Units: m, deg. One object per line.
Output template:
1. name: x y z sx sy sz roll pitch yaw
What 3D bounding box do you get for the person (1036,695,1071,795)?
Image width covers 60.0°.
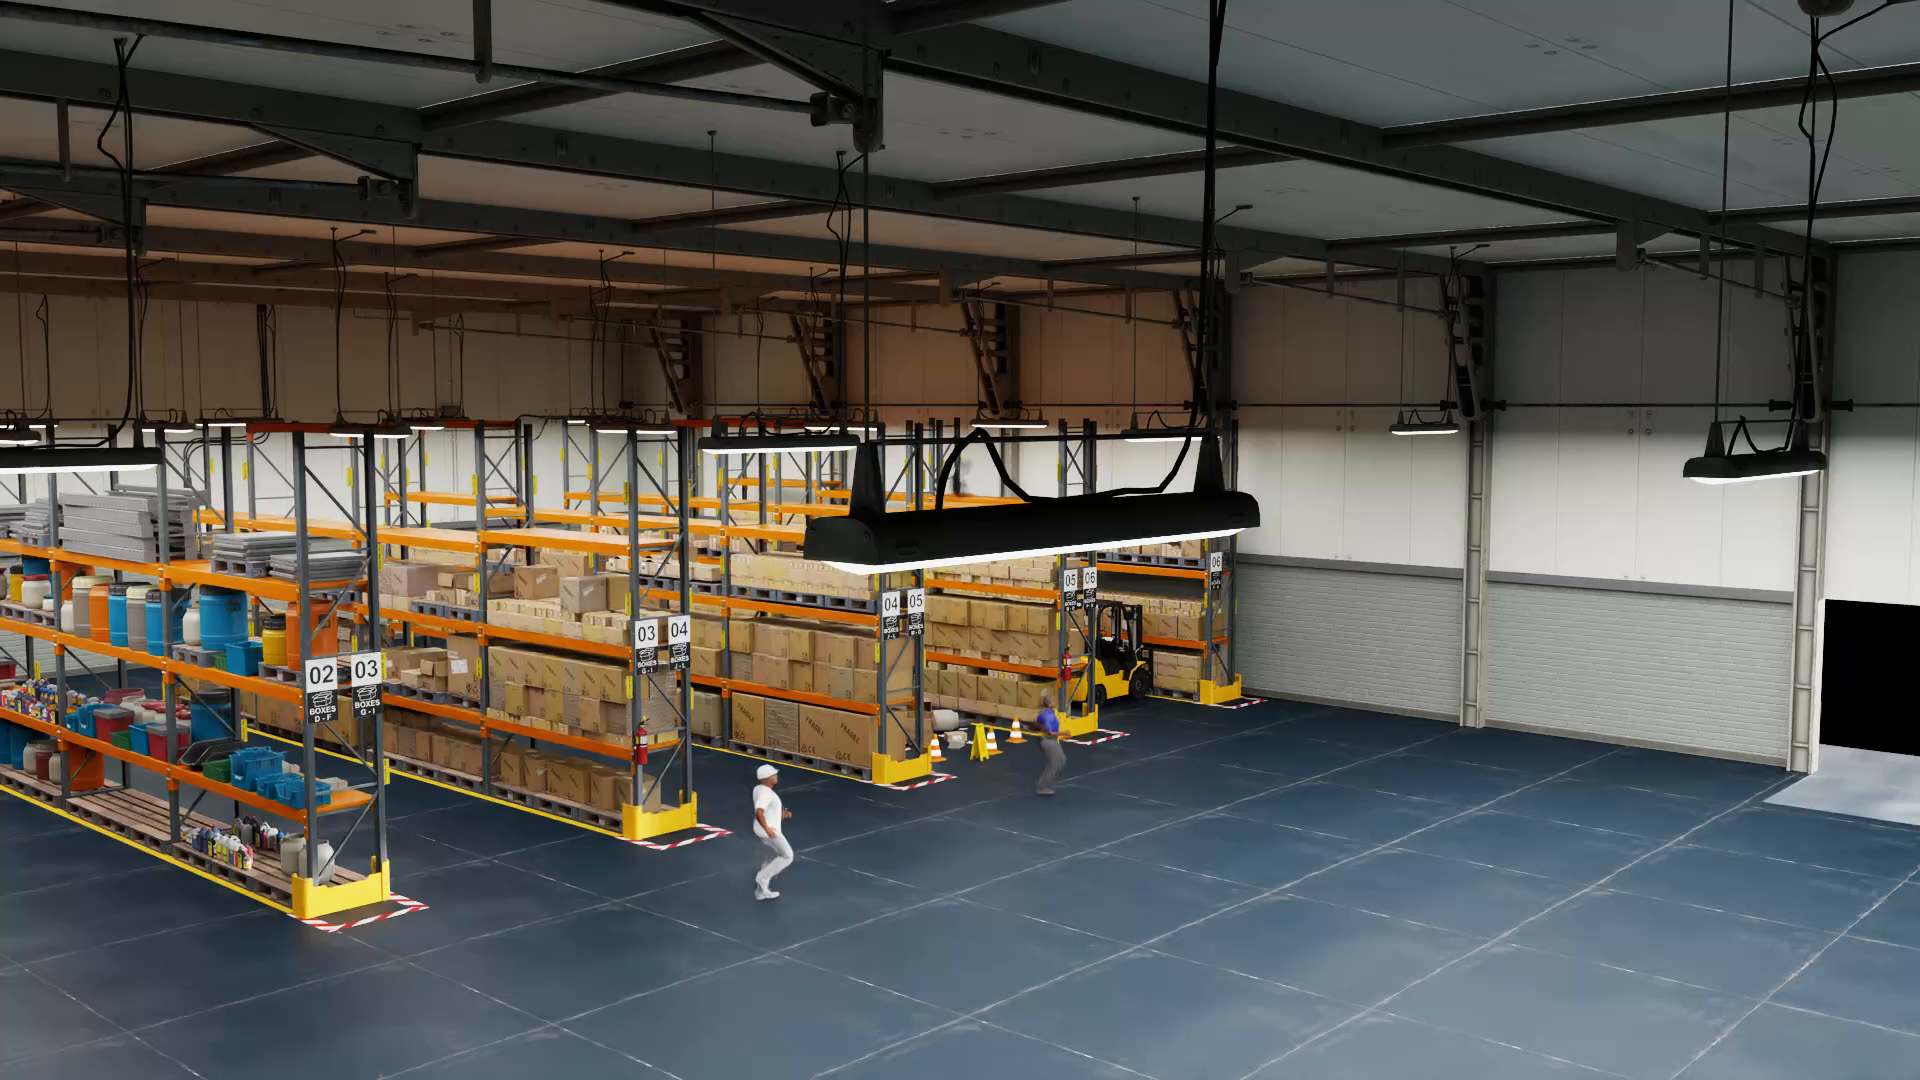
1. person: 1.525 3.312 26.940 0.572 1.619 0.563 0 5 -1

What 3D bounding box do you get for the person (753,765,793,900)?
1. person: -2.406 3.729 21.250 0.590 1.729 0.701 -2 5 -23
